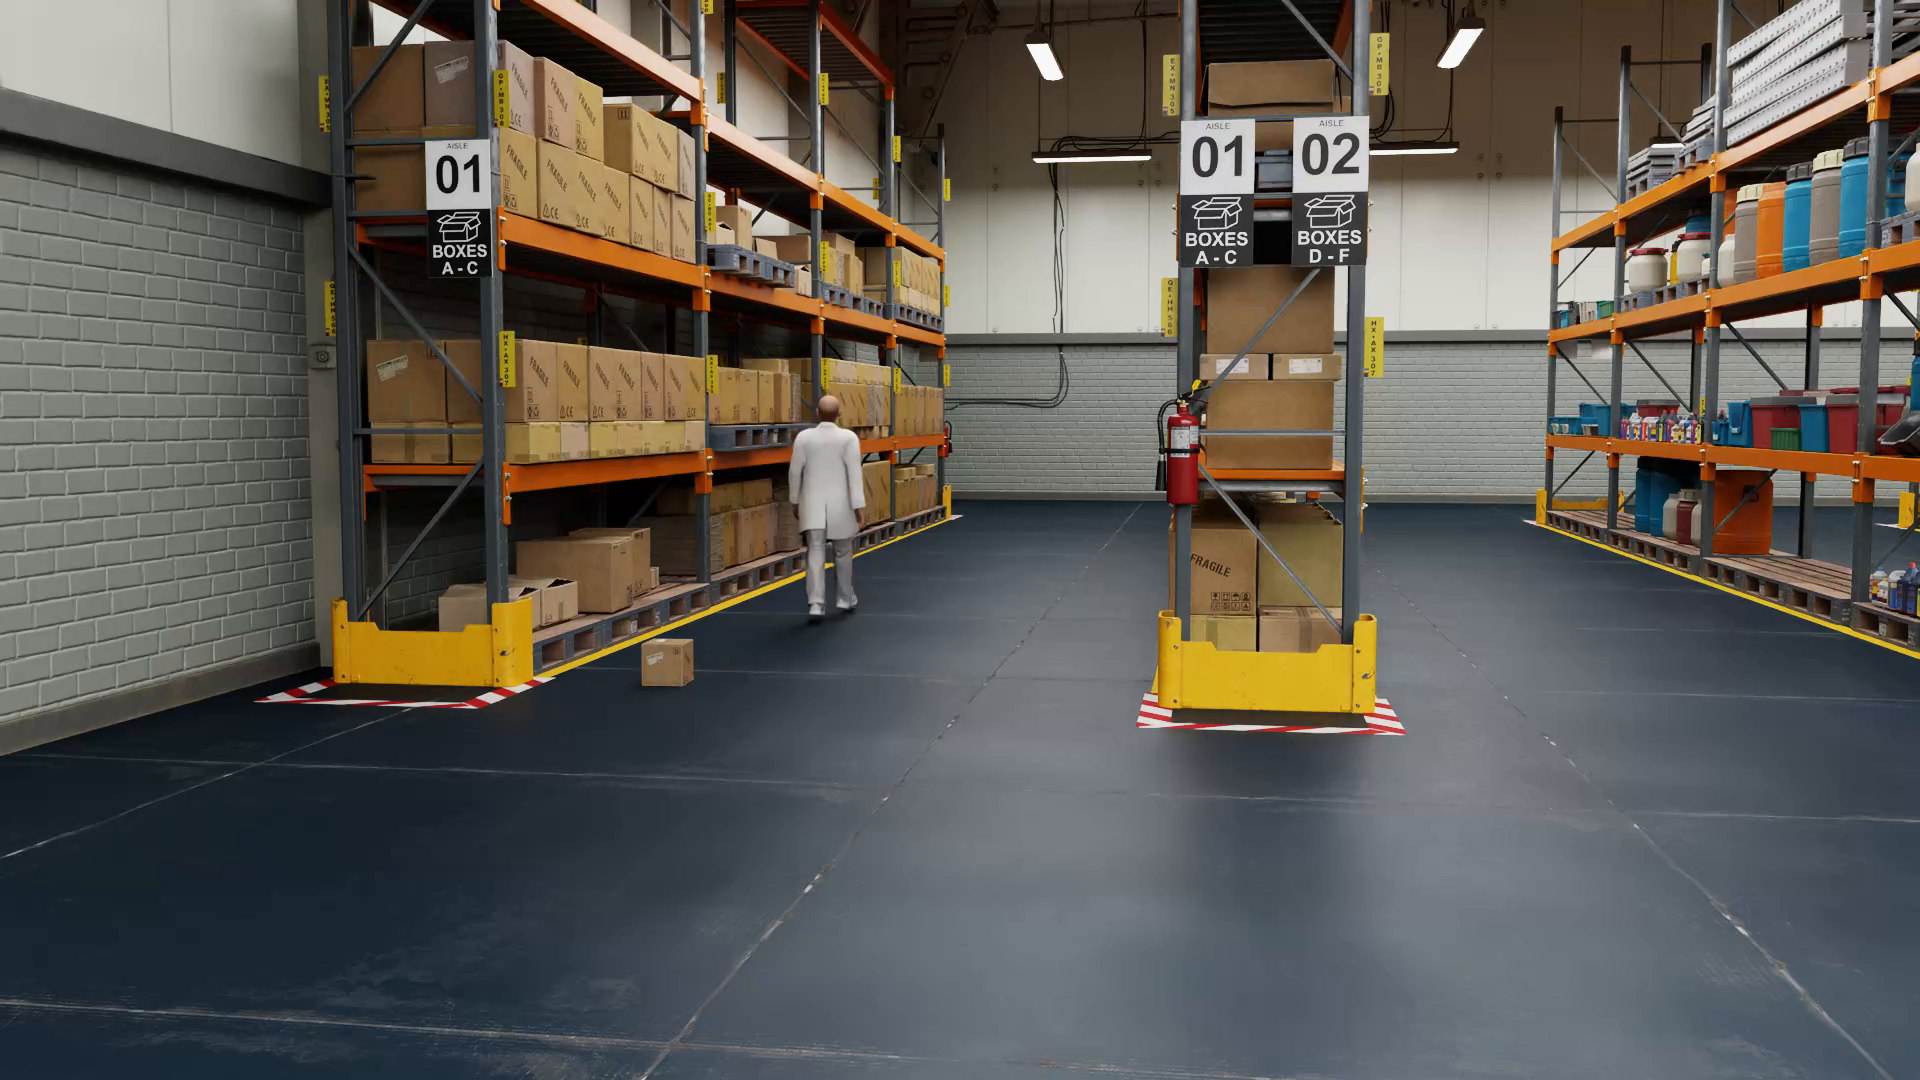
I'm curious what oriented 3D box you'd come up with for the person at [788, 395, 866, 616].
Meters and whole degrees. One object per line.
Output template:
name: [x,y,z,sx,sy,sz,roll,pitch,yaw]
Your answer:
person: [-1.053,-0.286,13.214,0.621,1.723,1.058,0,4,-2]
